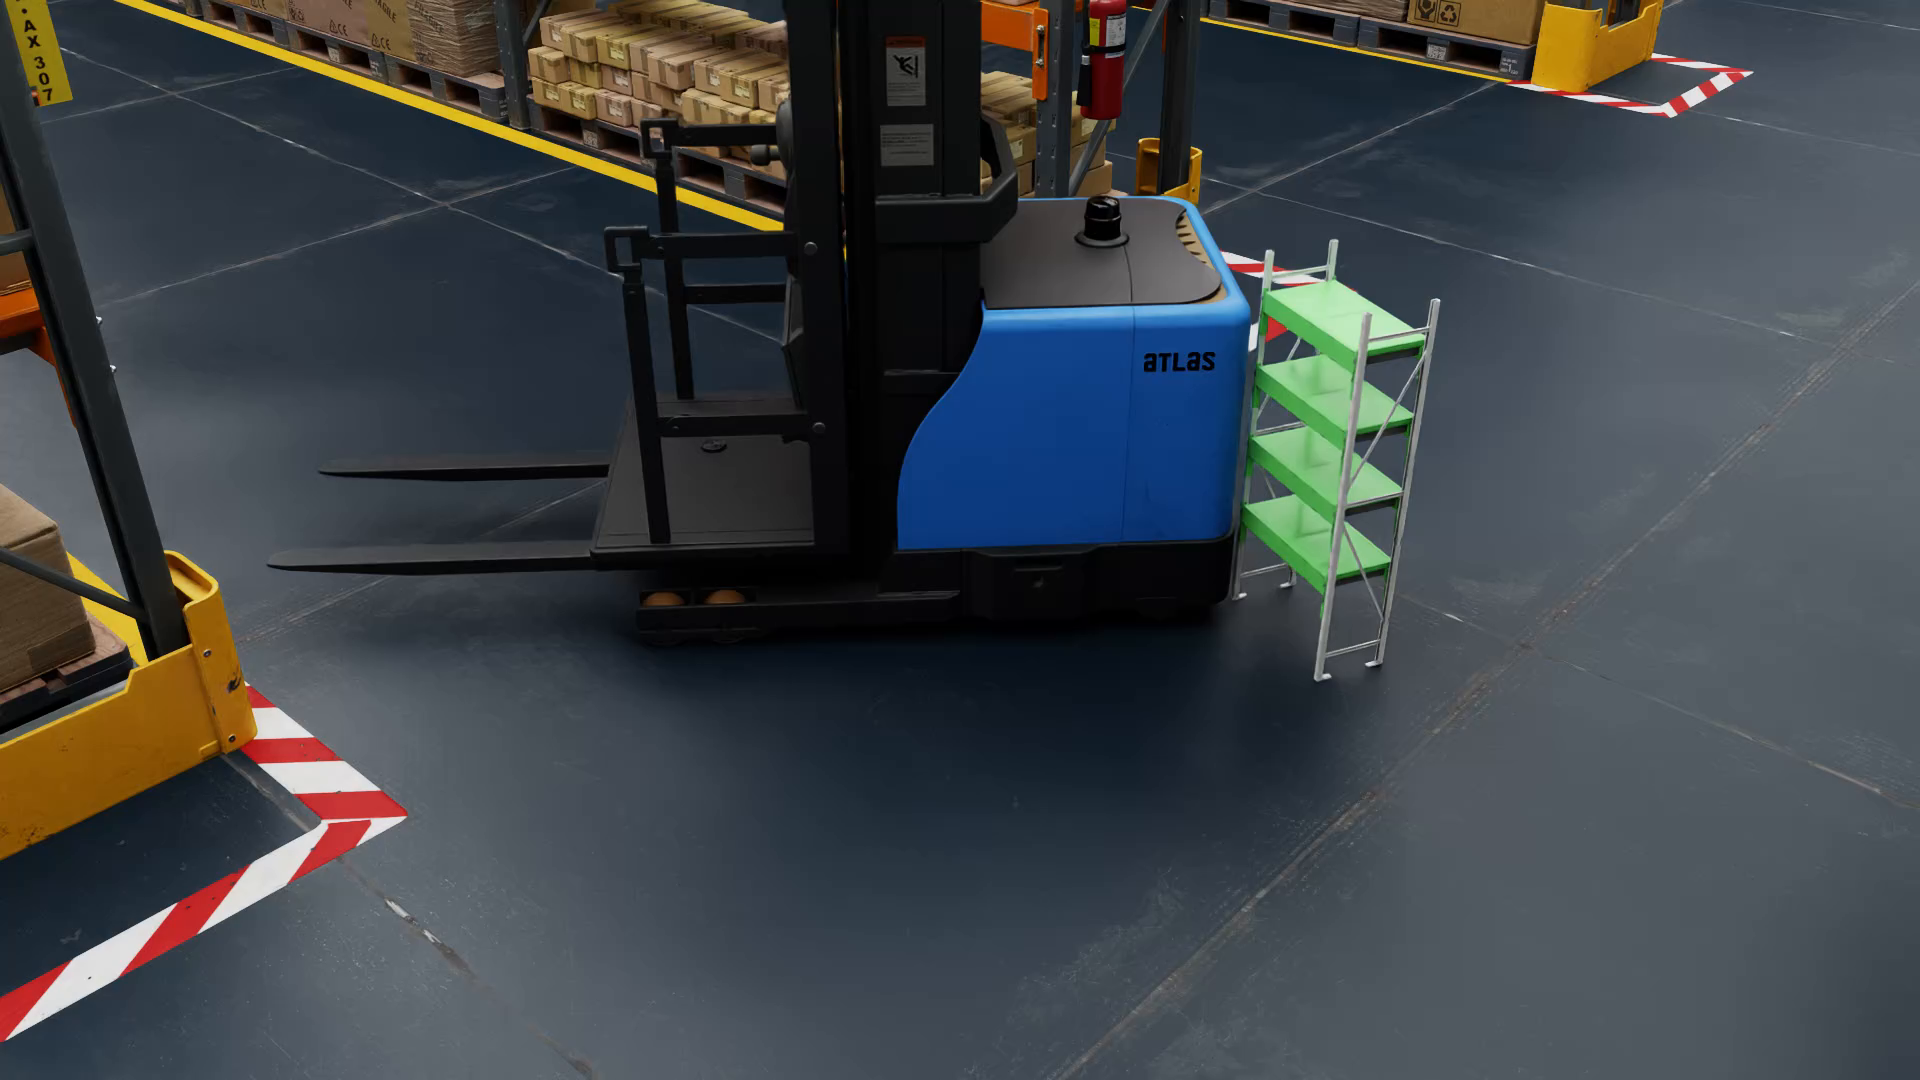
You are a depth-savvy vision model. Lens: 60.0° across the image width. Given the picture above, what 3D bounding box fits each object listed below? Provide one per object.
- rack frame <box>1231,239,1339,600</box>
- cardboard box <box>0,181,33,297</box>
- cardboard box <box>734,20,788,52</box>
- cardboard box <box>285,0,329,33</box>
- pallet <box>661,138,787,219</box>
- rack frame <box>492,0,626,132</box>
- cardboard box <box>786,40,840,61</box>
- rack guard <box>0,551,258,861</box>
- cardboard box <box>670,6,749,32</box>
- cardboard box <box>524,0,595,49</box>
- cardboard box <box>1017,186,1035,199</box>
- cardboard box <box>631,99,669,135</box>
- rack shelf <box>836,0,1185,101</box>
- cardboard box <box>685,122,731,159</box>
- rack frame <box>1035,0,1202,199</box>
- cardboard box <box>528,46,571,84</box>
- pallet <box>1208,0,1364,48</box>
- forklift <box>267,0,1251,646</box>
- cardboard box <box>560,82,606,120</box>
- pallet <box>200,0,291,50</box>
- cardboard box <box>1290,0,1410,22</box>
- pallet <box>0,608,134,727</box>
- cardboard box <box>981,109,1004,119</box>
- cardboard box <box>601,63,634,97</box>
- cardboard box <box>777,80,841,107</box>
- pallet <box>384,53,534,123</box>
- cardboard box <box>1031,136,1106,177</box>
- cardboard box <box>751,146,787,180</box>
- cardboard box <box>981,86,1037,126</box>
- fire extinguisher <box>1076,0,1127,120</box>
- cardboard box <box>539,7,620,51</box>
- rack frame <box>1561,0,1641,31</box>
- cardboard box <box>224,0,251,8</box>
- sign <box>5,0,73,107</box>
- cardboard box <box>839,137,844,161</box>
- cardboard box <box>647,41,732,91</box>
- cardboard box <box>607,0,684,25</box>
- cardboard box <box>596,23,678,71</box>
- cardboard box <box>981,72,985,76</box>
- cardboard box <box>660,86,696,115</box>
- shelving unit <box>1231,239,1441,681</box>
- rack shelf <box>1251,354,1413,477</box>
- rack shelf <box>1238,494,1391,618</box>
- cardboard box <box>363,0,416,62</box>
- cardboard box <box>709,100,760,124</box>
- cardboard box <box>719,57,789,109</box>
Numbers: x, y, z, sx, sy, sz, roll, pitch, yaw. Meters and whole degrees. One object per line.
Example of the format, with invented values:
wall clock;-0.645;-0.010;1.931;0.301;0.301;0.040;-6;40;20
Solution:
rack frame;0.999;-0.345;5.160;0.240;1.200;0.015;-12;33;-19
cardboard box;-2.709;-0.885;4.214;0.500;0.500;0.500;25;39;35
cardboard box;-1.018;-2.733;9.162;0.250;0.149;0.380;23;38;33
cardboard box;-4.118;-3.681;10.972;0.500;0.500;0.500;24;38;34
pallet;-0.834;-2.042;8.938;1.213;0.211;1.003;25;39;35
rack frame;-2.265;-3.878;9.284;0.127;3.000;1.000;25;39;35
cardboard box;-0.699;-2.517;8.803;0.250;0.149;0.380;25;39;35
rack guard;-2.528;0.513;4.413;0.348;0.500;1.175;25;39;35
cardboard box;-1.421;-2.911;9.458;0.250;0.149;0.380;25;39;35
cardboard box;-2.635;-3.344;10.413;0.500;0.500;0.500;27;40;37
cardboard box;0.171;-1.555;7.781;0.250;0.149;0.380;26;40;36
cardboard box;-1.572;-2.361;9.120;0.250;0.149;0.380;24;39;34
rack shelf;-0.782;-2.878;8.320;4.000;0.370;1.077;25;39;35
cardboard box;-1.221;-2.154;8.777;0.250;0.149;0.380;24;38;34
rack frame;0.701;-2.494;6.984;0.127;3.000;1.000;25;39;35
cardboard box;-2.211;-2.716;9.422;0.250;0.149;0.380;27;40;37
pallet;2.558;-3.830;11.907;1.213;0.211;1.003;25;39;35
forklift;-0.675;-1.207;4.913;3.031;2.935;1.130;-2;31;-3
cardboard box;-2.013;-2.496;9.344;0.250;0.149;0.380;26;40;36
pallet;-4.652;-3.797;11.852;1.213;0.211;1.003;25;39;35
cardboard box;2.901;-4.131;11.357;0.875;0.875;0.875;25;39;35
pallet;-3.191;0.382;4.911;1.213;0.211;1.003;25;39;35
cardboard box;-0.009;-1.902;7.782;0.250;0.149;0.380;26;40;36
cardboard box;-1.758;-2.593;9.217;0.250;0.149;0.380;25;39;35
cardboard box;-0.673;-2.129;8.158;0.250;0.149;0.380;27;40;37
pallet;-2.843;-2.952;10.450;1.213;0.211;1.003;25;39;35
cardboard box;0.485;-1.859;7.999;0.250;0.149;0.380;27;40;37
cardboard box;-0.838;-1.977;8.482;0.250;0.149;0.380;26;40;36
cardboard box;0.255;-2.068;8.057;0.250;0.149;0.380;26;40;36
fire extinguisher;0.578;-2.037;6.662;0.183;0.674;0.296;25;39;35
cardboard box;-2.148;-2.893;9.428;0.250;0.149;0.380;27;40;37
rack frame;4.104;-4.356;10.077;0.127;3.000;1.000;25;39;35
cardboard box;-4.877;-4.029;11.551;0.500;0.500;0.500;23;38;33
sign;-2.169;-1.181;3.887;0.005;0.325;0.100;25;39;35
cardboard box;-0.399;-1.965;8.174;0.250;0.149;0.380;24;39;35
cardboard box;-1.421;-2.506;8.784;0.250;0.149;0.380;26;40;36
cardboard box;-1.826;-3.068;9.718;0.250;0.149;0.380;26;40;36
cardboard box;-1.763;-2.706;9.118;0.250;0.149;0.380;24;39;34
cardboard box;-0.085;-2.258;8.373;0.250;0.149;0.380;23;38;33
cardboard box;-1.372;-2.394;8.887;0.250;0.149;0.380;27;40;37
shelving unit;1.093;-0.229;4.967;0.258;1.200;0.503;-12;33;-19
rack shelf;1.093;-0.380;4.876;0.258;0.148;0.480;-12;33;-19
rack shelf;1.093;0.031;5.124;0.258;0.148;0.480;-12;33;-19
cardboard box;-3.363;-3.325;10.381;0.500;0.500;0.500;24;38;34
cardboard box;-1.061;-2.187;8.544;0.250;0.149;0.380;25;39;36
cardboard box;-1.007;-2.343;8.513;0.250;0.149;0.380;25;39;35
